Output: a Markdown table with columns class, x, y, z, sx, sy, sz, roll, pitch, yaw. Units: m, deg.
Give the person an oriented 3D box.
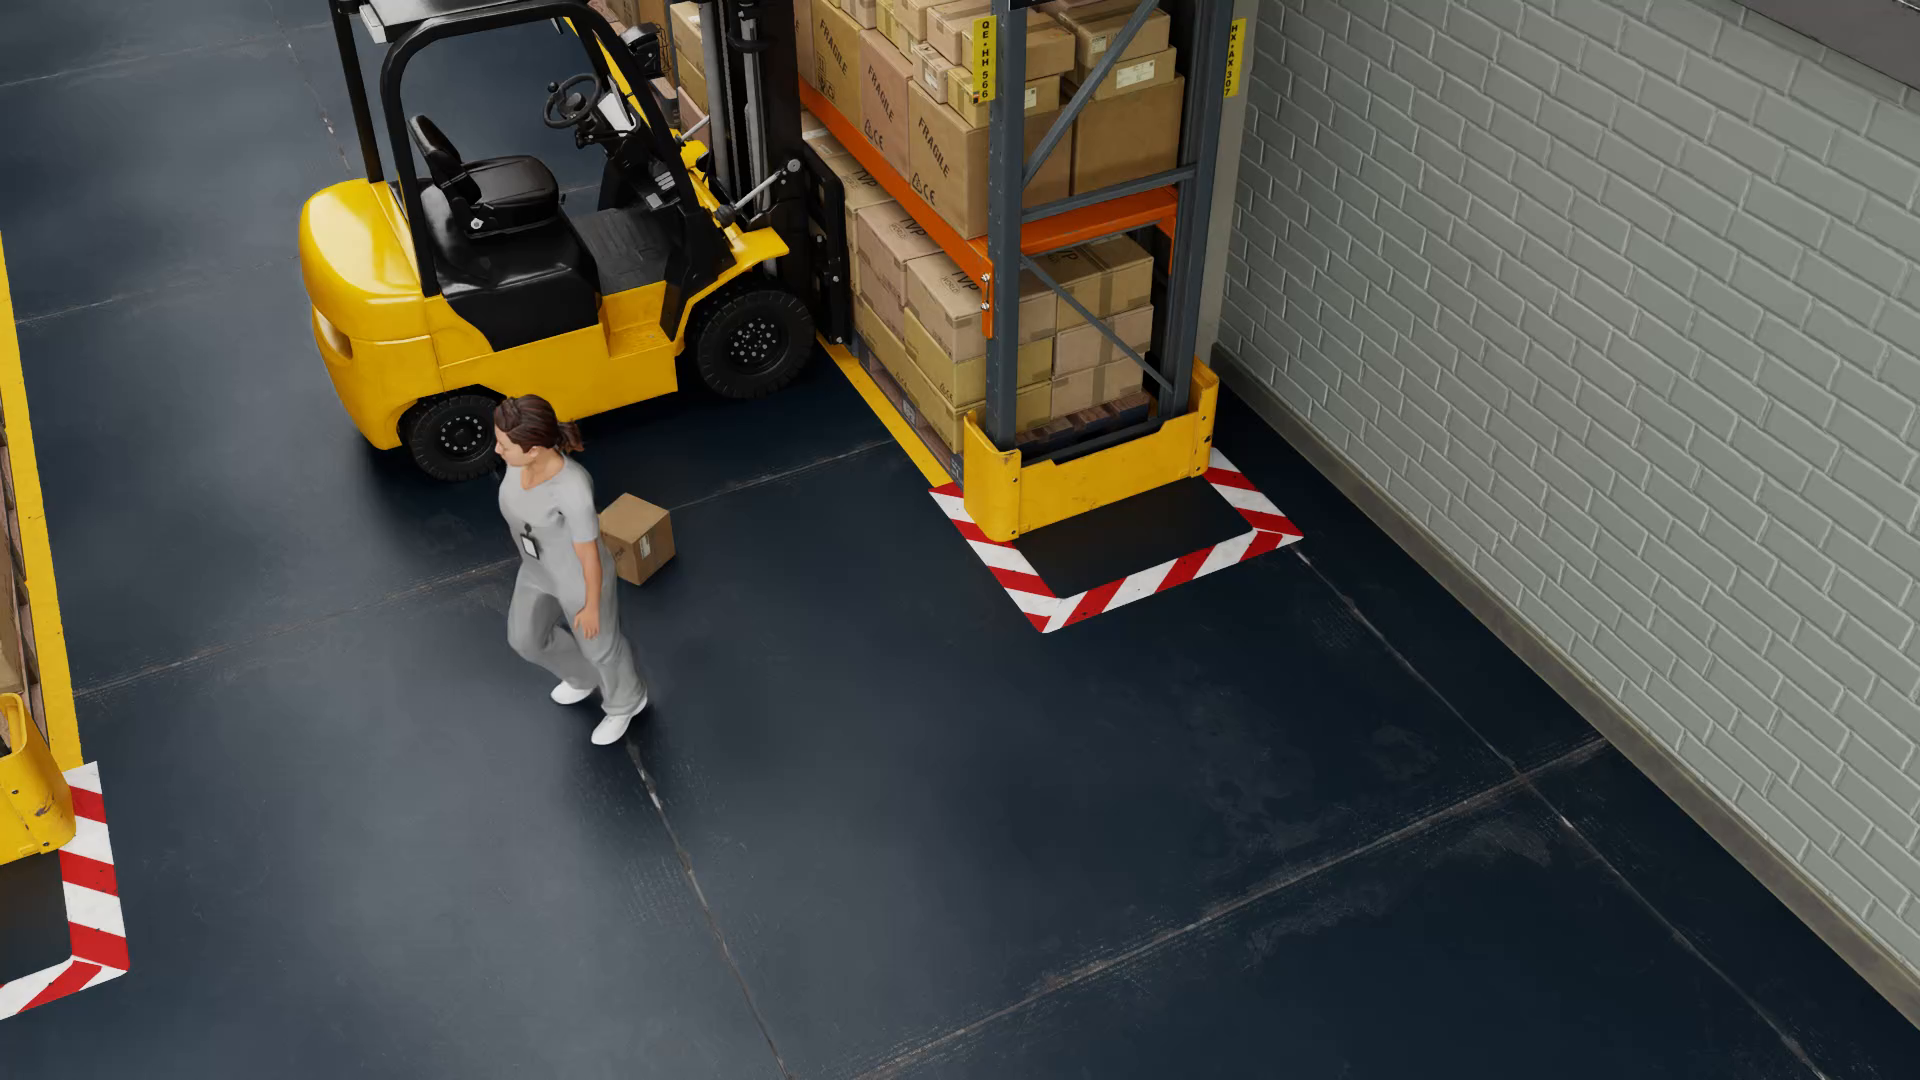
| class | x | y | z | sx | sy | sz | roll | pitch | yaw |
| --- | --- | --- | --- | --- | --- | --- | --- | --- | --- |
| person | -1.415 | 0.111 | 6.002 | 0.520 | 1.665 | 0.426 | 28 | 49 | 28 |
